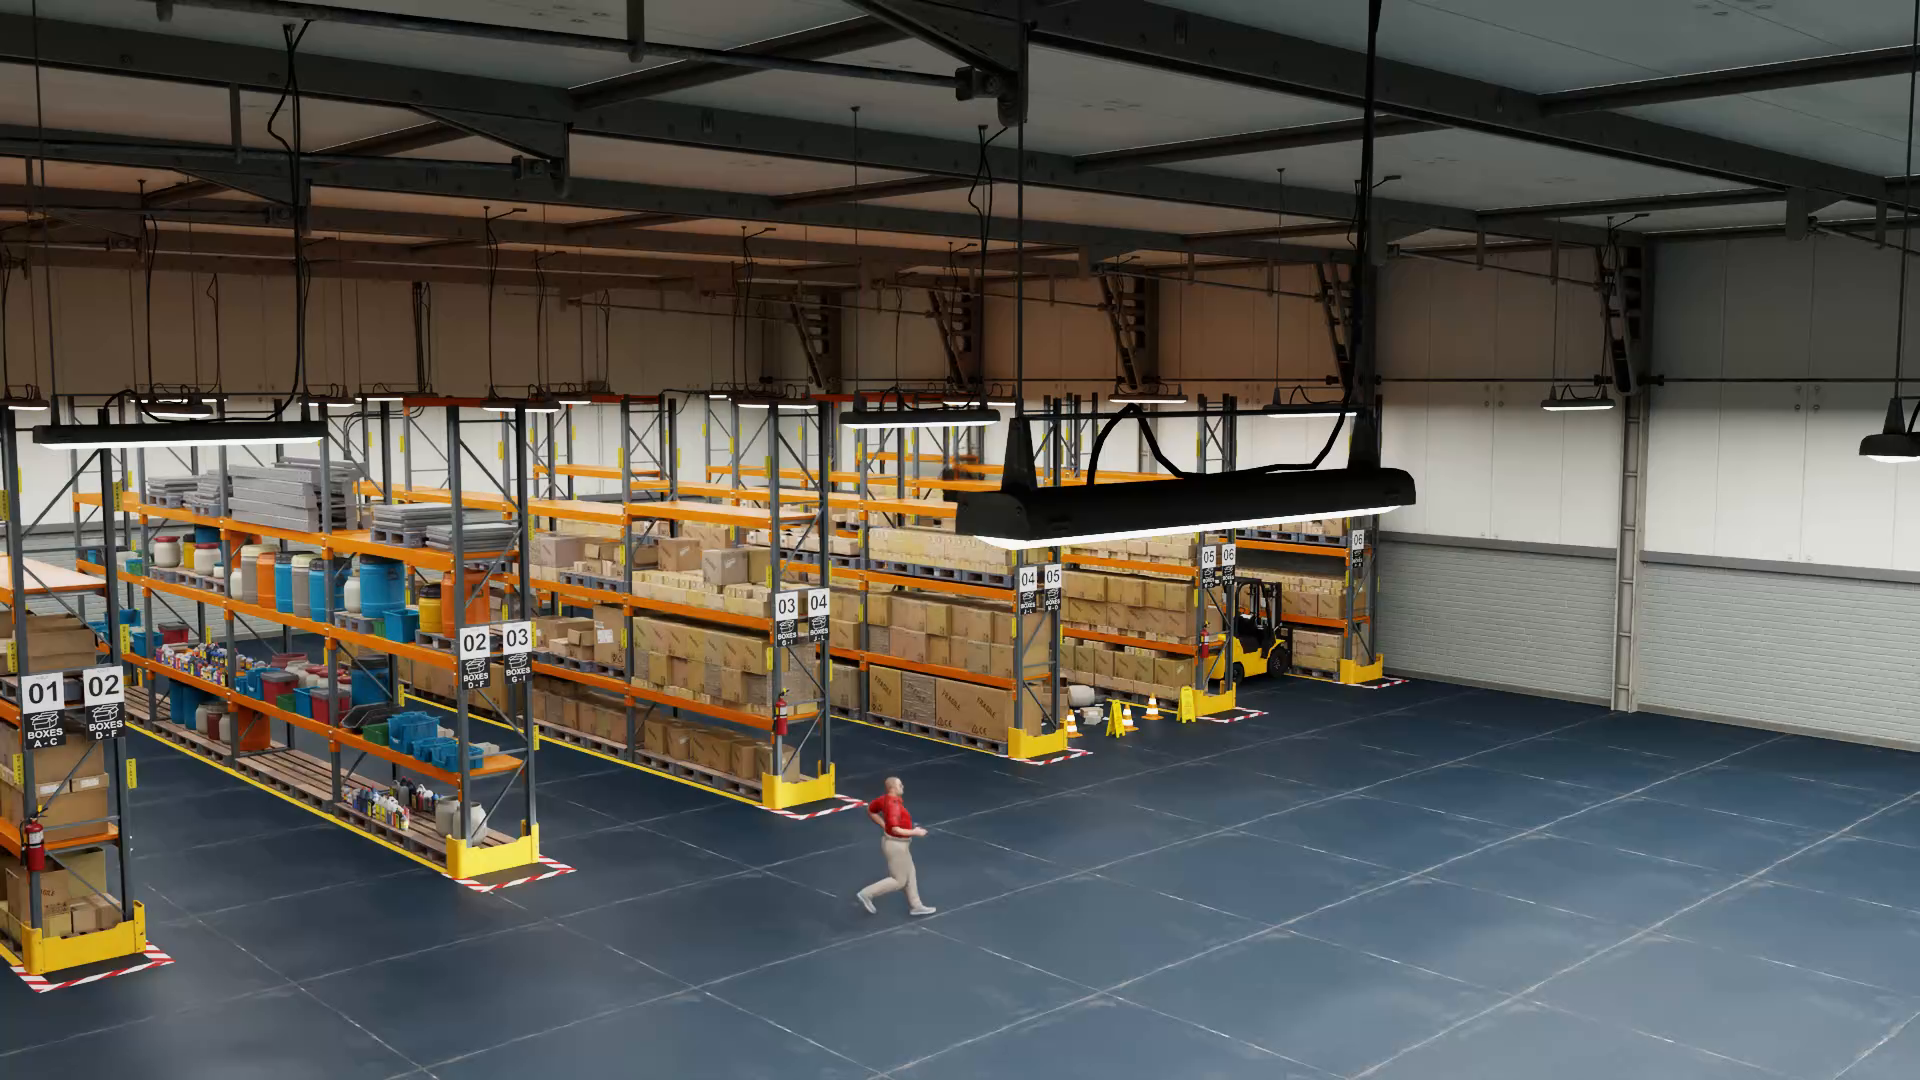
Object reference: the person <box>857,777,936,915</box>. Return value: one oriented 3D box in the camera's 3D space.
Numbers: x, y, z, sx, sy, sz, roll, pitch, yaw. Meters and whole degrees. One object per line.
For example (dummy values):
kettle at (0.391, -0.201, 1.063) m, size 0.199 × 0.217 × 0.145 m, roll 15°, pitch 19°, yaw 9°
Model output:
person at (-0.752, 3.599, 19.480) m, size 0.992 × 1.693 × 0.678 m, roll -2°, pitch 6°, yaw -17°
